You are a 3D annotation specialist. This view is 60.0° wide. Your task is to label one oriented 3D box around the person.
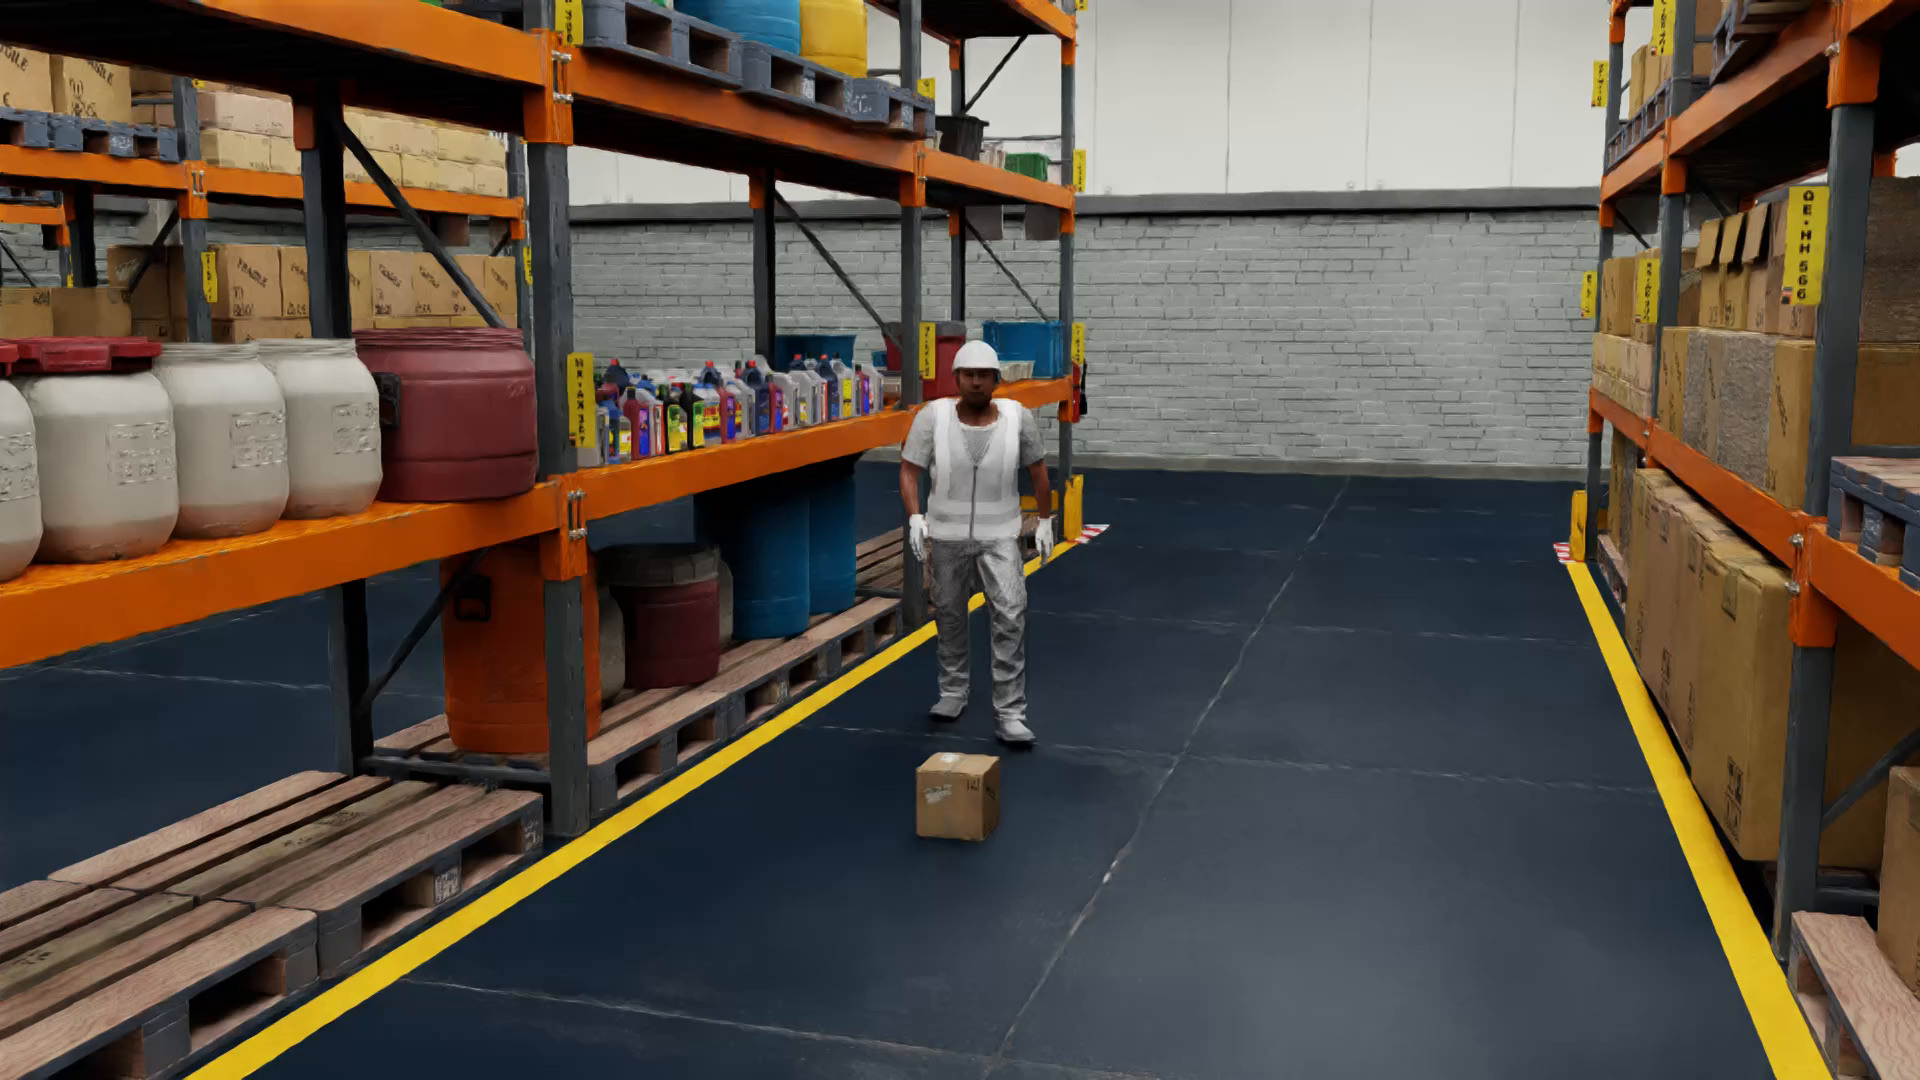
[{"bbox_3d":[0.083,-0.042,7.418,0.681,1.698,0.702,0,8,2],"label":"person"}]
